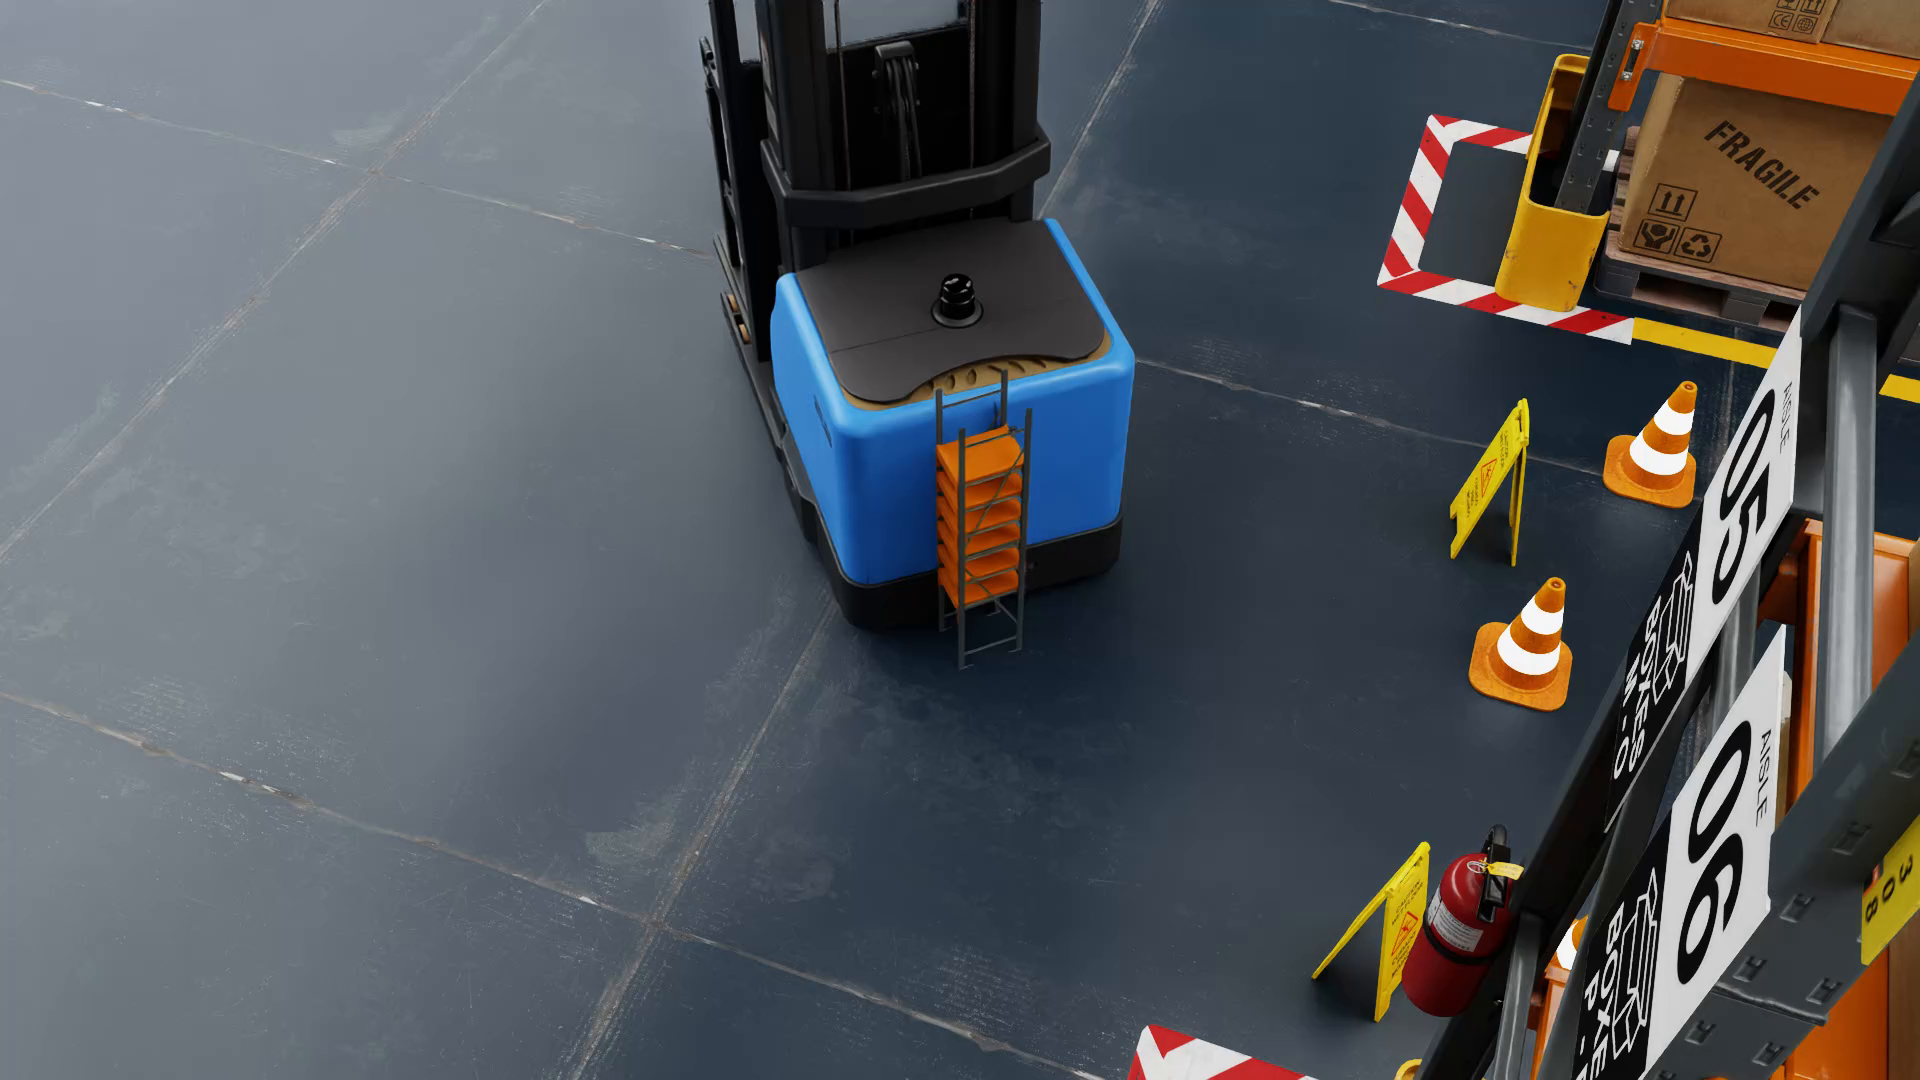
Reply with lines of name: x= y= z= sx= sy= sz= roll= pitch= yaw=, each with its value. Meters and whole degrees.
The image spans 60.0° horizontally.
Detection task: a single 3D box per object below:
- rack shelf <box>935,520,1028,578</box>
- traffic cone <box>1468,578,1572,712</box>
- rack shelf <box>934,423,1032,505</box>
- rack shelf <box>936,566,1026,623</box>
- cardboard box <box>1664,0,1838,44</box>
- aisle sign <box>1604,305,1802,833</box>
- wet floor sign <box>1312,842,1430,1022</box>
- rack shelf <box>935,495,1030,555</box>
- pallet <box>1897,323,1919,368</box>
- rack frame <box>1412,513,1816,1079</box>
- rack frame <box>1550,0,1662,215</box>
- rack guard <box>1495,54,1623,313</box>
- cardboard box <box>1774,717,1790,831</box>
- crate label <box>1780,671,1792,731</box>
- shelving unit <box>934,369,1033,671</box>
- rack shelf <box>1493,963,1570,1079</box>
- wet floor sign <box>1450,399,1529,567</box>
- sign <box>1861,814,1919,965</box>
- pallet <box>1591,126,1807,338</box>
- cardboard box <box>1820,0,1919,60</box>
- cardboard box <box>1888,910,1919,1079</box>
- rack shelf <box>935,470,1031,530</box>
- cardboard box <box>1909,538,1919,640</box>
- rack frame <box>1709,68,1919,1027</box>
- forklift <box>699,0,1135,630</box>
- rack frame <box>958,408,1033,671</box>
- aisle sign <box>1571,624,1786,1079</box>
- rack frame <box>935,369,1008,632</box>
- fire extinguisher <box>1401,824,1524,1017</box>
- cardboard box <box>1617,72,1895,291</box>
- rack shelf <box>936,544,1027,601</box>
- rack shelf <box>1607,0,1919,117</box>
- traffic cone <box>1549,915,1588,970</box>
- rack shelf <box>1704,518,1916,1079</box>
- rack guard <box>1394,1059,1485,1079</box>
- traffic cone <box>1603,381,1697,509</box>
rack shelf: x=0.072 y=-0.004 z=5.519 sx=0.258 sy=0.103 sz=0.180 roll=-17 pitch=51 yaw=-15
traffic cone: x=1.974 y=0.297 z=5.686 sx=0.334 sy=0.463 sz=0.336 roll=16 pitch=51 yaw=13
rack shelf: x=0.072 y=-0.240 z=5.247 sx=0.258 sy=0.103 sz=0.180 roll=-17 pitch=51 yaw=-15
rack shelf: x=0.072 y=0.153 z=5.700 sx=0.258 sy=0.103 sz=0.180 roll=-17 pitch=51 yaw=-15
cardboard box: x=3.042 y=-2.375 z=6.225 sx=0.550 sy=0.550 sz=0.875 roll=16 pitch=51 yaw=13
aisle sign: x=1.100 y=0.071 z=2.483 sx=0.004 sy=0.787 sz=0.394 roll=16 pitch=51 yaw=13
wet floor sign: x=1.250 y=1.107 z=4.864 sx=0.232 sy=0.644 sz=0.267 roll=33 pitch=57 yaw=25
rack shelf: x=0.072 y=-0.083 z=5.428 sx=0.258 sy=0.103 sz=0.180 roll=-17 pitch=51 yaw=-15
pallet: x=4.596 y=-1.003 z=6.980 sx=1.213 sy=0.211 sz=1.003 roll=16 pitch=51 yaw=13
rack frame: x=1.058 y=1.144 z=3.274 sx=0.127 sy=3.000 sz=1.000 roll=16 pitch=51 yaw=13
rack frame: x=2.678 y=-2.391 z=6.338 sx=0.127 sy=3.000 sz=1.000 roll=16 pitch=51 yaw=13
rack guard: x=2.656 y=-1.579 z=7.288 sx=0.348 sy=0.500 sz=1.175 roll=16 pitch=51 yaw=13
cardboard box: x=1.613 y=0.665 z=2.764 sx=0.500 sy=0.500 sz=0.700 roll=14 pitch=51 yaw=12
crate label: x=2.733 y=0.566 z=5.669 sx=0.298 sy=0.136 sz=0.250 roll=-7 pitch=49 yaw=-6
shelving unit: x=0.072 y=-0.034 z=5.485 sx=0.258 sy=1.200 sz=0.189 roll=-17 pitch=51 yaw=-15
rack shelf: x=2.934 y=1.903 z=3.091 sx=4.000 sy=0.370 sz=1.077 roll=16 pitch=51 yaw=13
wet floor sign: x=1.965 y=-0.224 z=6.017 sx=0.232 sy=0.644 sz=0.267 roll=8 pitch=50 yaw=7
sign: x=0.870 y=0.260 z=1.476 sx=0.005 sy=0.325 sz=0.100 roll=16 pitch=51 yaw=13
pallet: x=3.456 y=-1.324 z=7.258 sx=1.213 sy=0.211 sz=1.003 roll=16 pitch=51 yaw=13
cardboard box: x=3.566 y=-2.247 z=6.113 sx=0.550 sy=0.550 sz=0.875 roll=16 pitch=51 yaw=13
cardboard box: x=1.256 y=0.561 z=1.960 sx=0.250 sy=0.149 sz=0.380 roll=16 pitch=51 yaw=13
rack shelf: x=0.072 y=-0.162 z=5.337 sx=0.258 sy=0.103 sz=0.180 roll=-17 pitch=51 yaw=-15
cardboard box: x=1.489 y=0.139 z=2.326 sx=0.250 sy=0.149 sz=0.380 roll=16 pitch=51 yaw=13
rack frame: x=1.058 y=-0.821 z=1.006 sx=0.127 sy=3.000 sz=1.000 roll=16 pitch=51 yaw=13
forklift: x=-0.362 y=-1.783 z=5.855 sx=1.130 sy=2.935 sz=3.031 roll=-14 pitch=51 yaw=-12
rack frame: x=0.107 y=0.030 z=5.430 sx=0.240 sy=1.200 sz=0.006 roll=-17 pitch=51 yaw=-15
aisle sign: x=0.892 y=0.496 z=2.115 sx=0.004 sy=0.787 sz=0.394 roll=16 pitch=51 yaw=13
rack frame: x=0.037 y=-0.097 z=5.540 sx=0.240 sy=1.200 sz=0.006 roll=-17 pitch=51 yaw=-15
fire extinguisher: x=1.110 y=0.813 z=3.612 sx=0.183 sy=0.674 sz=0.296 roll=16 pitch=51 yaw=13
cardboard box: x=3.337 y=-1.702 z=6.868 sx=0.875 sy=0.875 sz=0.875 roll=16 pitch=51 yaw=13
rack shelf: x=0.072 y=0.074 z=5.609 sx=0.258 sy=0.103 sz=0.180 roll=-17 pitch=51 yaw=-15
rack shelf: x=4.555 y=-1.632 z=6.155 sx=4.000 sy=0.370 sz=1.077 roll=16 pitch=51 yaw=13
traffic cone: x=1.908 y=1.173 z=4.927 sx=0.334 sy=0.463 sz=0.336 roll=16 pitch=51 yaw=13
rack shelf: x=2.934 y=0.921 z=1.958 sx=4.000 sy=0.370 sz=1.077 roll=16 pitch=51 yaw=13
rack guard: x=1.129 y=1.983 z=4.201 sx=0.348 sy=0.500 sz=1.175 roll=16 pitch=51 yaw=13
traffic cone: x=2.684 y=-0.415 z=6.303 sx=0.334 sy=0.463 sz=0.336 roll=16 pitch=51 yaw=13
